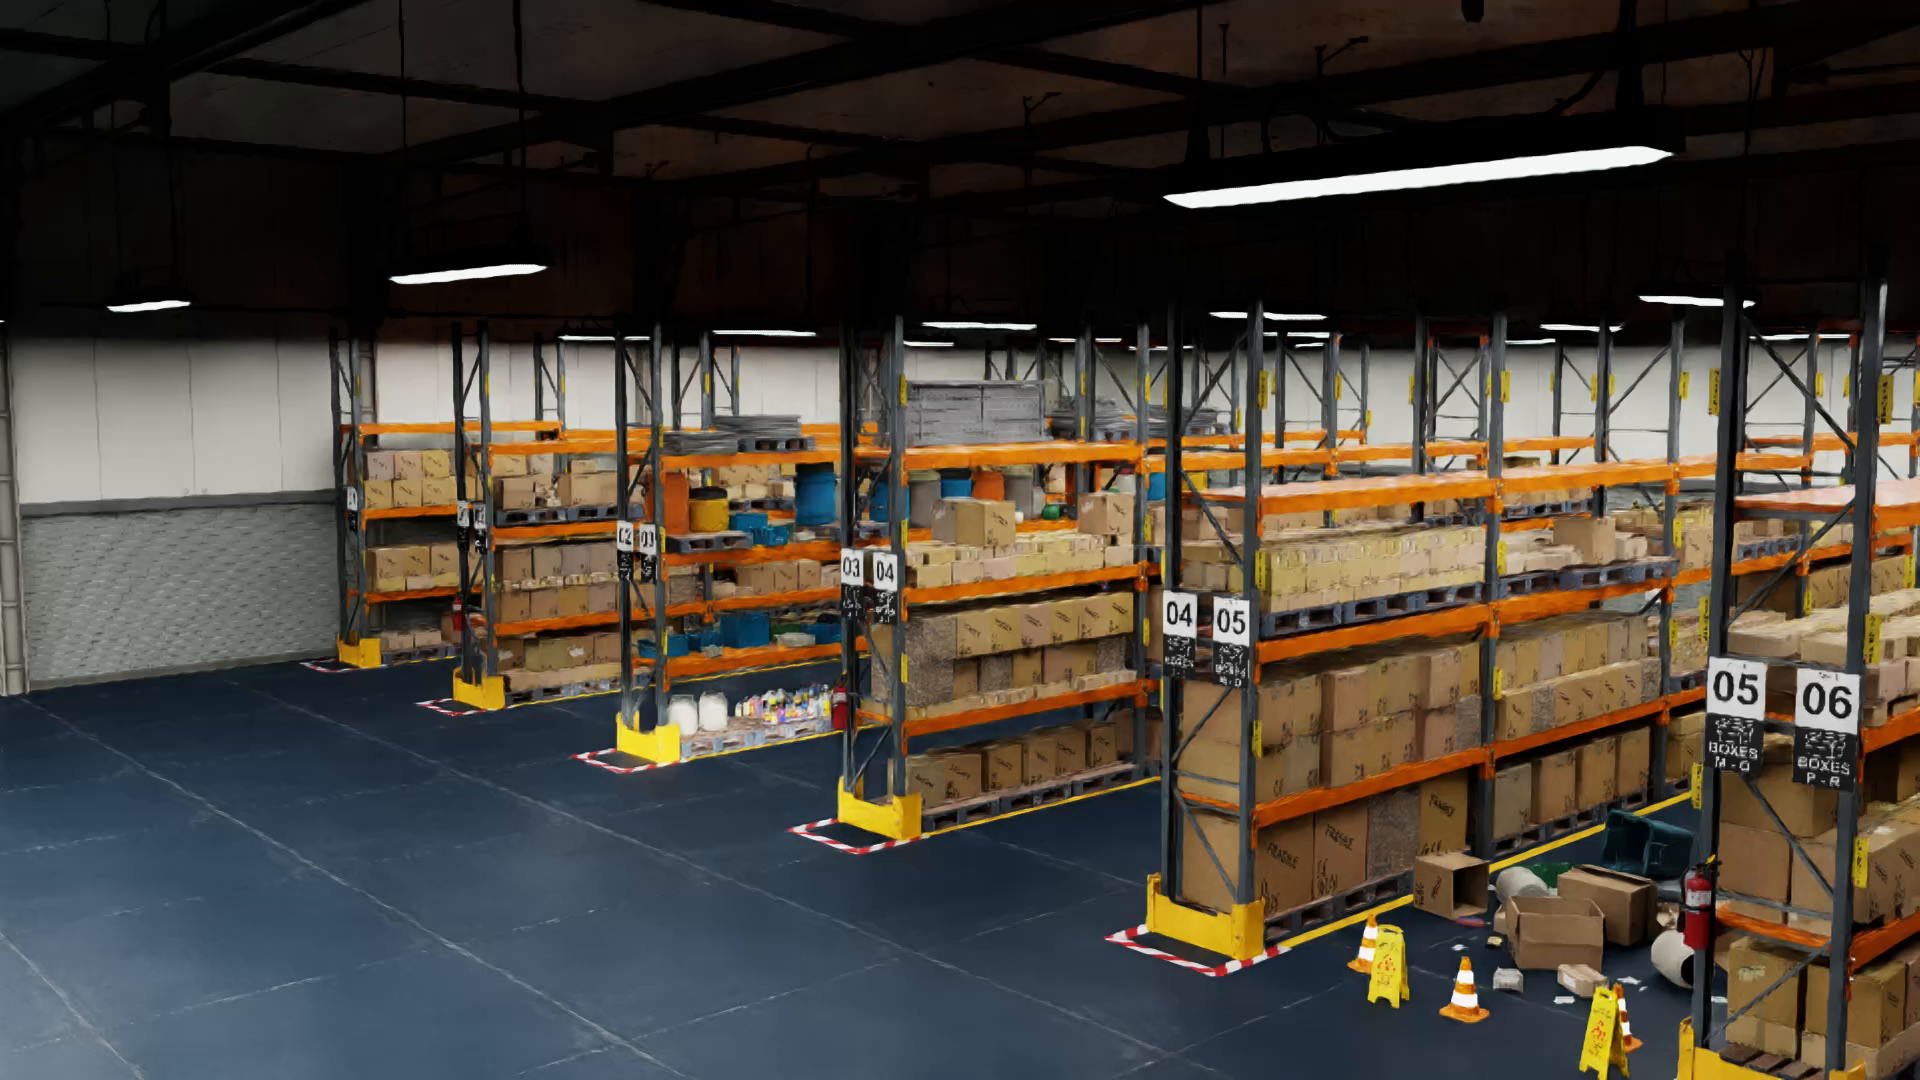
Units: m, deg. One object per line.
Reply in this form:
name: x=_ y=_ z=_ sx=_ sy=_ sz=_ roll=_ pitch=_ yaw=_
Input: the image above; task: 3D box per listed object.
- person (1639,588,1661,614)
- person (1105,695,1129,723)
person: x=13.521 y=1.132 z=32.186 sx=0.939 sy=1.720 sz=0.568 roll=-2 pitch=6 yaw=-23
person: x=2.206 y=1.988 z=23.631 sx=0.564 sy=1.670 sz=0.517 roll=-1 pitch=6 yaw=-12
